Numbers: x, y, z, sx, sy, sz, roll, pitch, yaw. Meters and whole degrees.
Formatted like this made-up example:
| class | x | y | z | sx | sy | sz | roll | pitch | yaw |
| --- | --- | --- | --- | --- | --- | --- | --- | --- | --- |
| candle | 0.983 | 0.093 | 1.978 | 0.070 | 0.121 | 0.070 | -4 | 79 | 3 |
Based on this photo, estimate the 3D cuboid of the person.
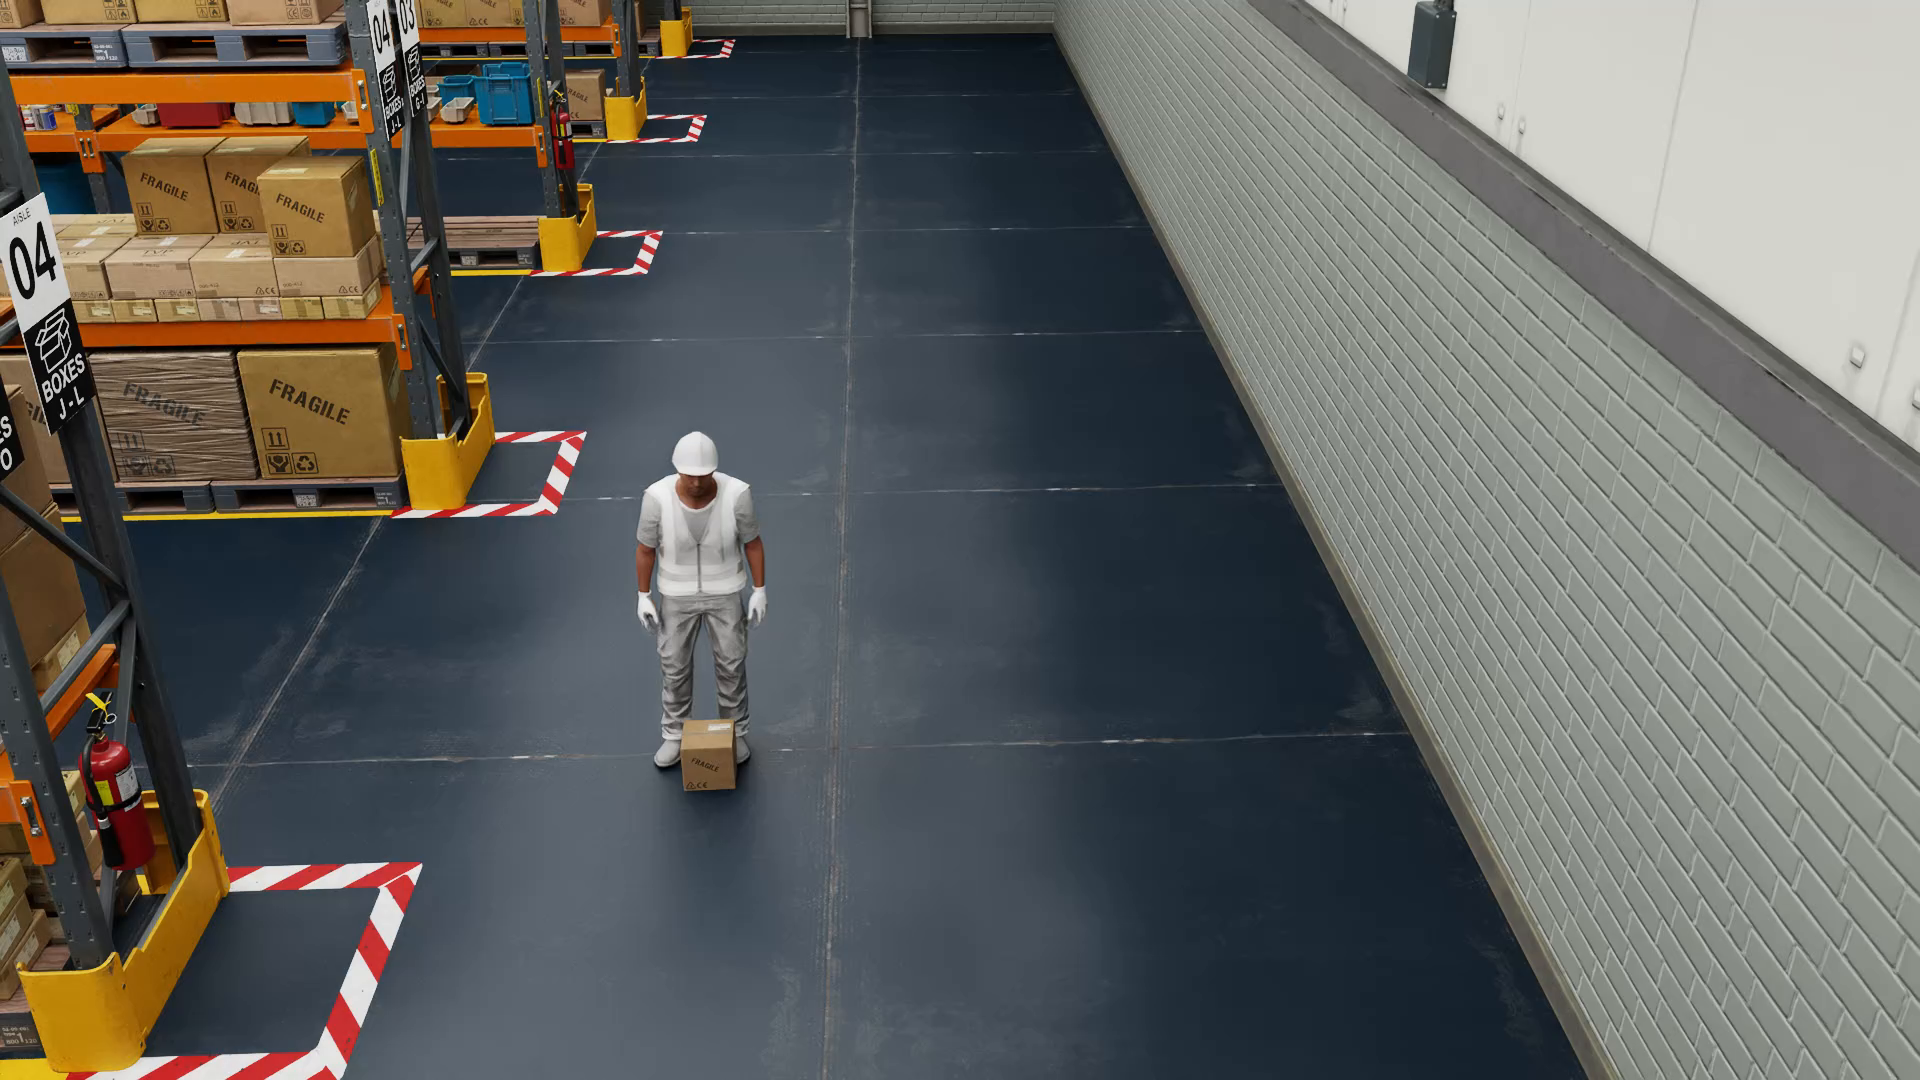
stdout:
| class | x | y | z | sx | sy | sz | roll | pitch | yaw |
| --- | --- | --- | --- | --- | --- | --- | --- | --- | --- |
| person | -1.249 | 0.279 | 8.069 | 0.627 | 1.773 | 0.450 | -3 | 27 | -6 |
